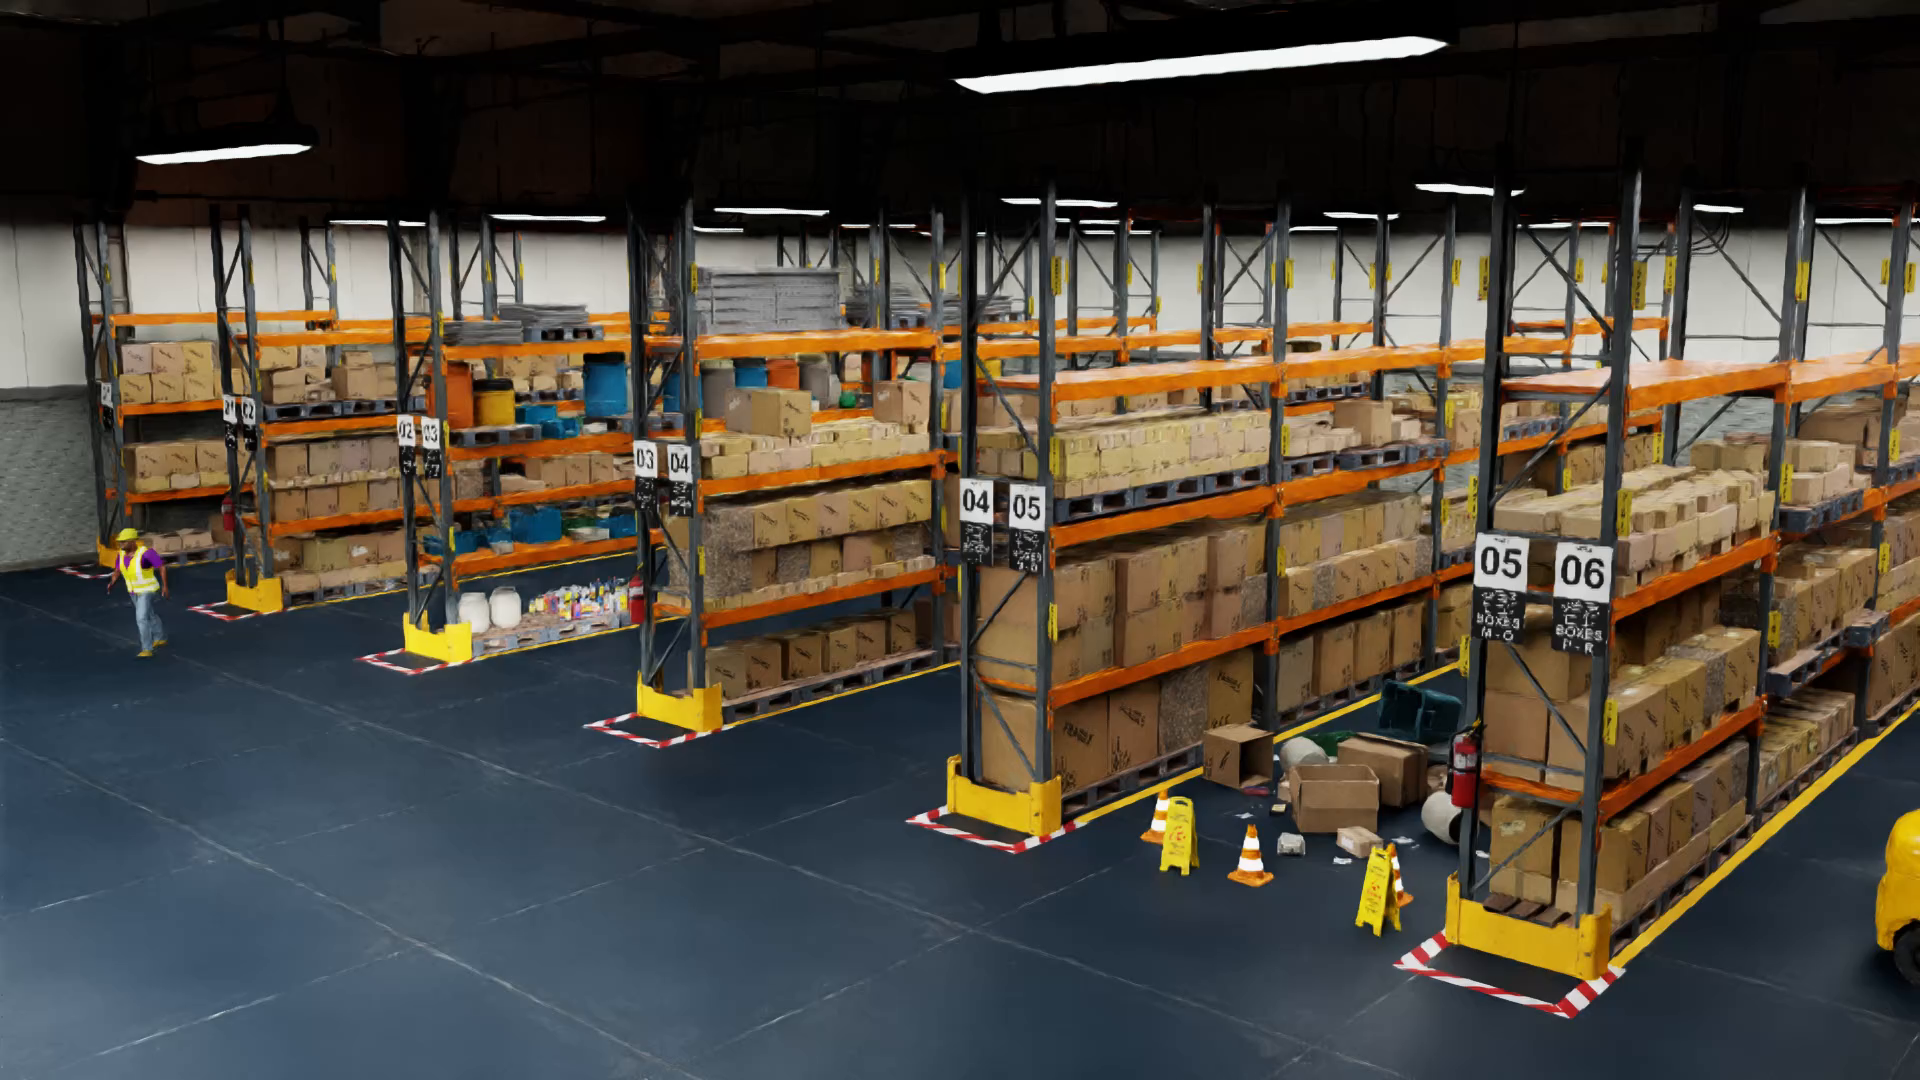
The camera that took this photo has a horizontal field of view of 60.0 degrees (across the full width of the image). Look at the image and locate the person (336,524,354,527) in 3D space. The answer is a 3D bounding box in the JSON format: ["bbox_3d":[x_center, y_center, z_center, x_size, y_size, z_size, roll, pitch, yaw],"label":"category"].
[{"bbox_3d":[-10.754,-0.380,28.668,0.505,1.580,1.063,6,11,31],"label":"person"}]

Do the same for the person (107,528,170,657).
[{"bbox_3d":[-10.876,0.663,22.131,0.710,1.703,0.836,4,10,24],"label":"person"}]
